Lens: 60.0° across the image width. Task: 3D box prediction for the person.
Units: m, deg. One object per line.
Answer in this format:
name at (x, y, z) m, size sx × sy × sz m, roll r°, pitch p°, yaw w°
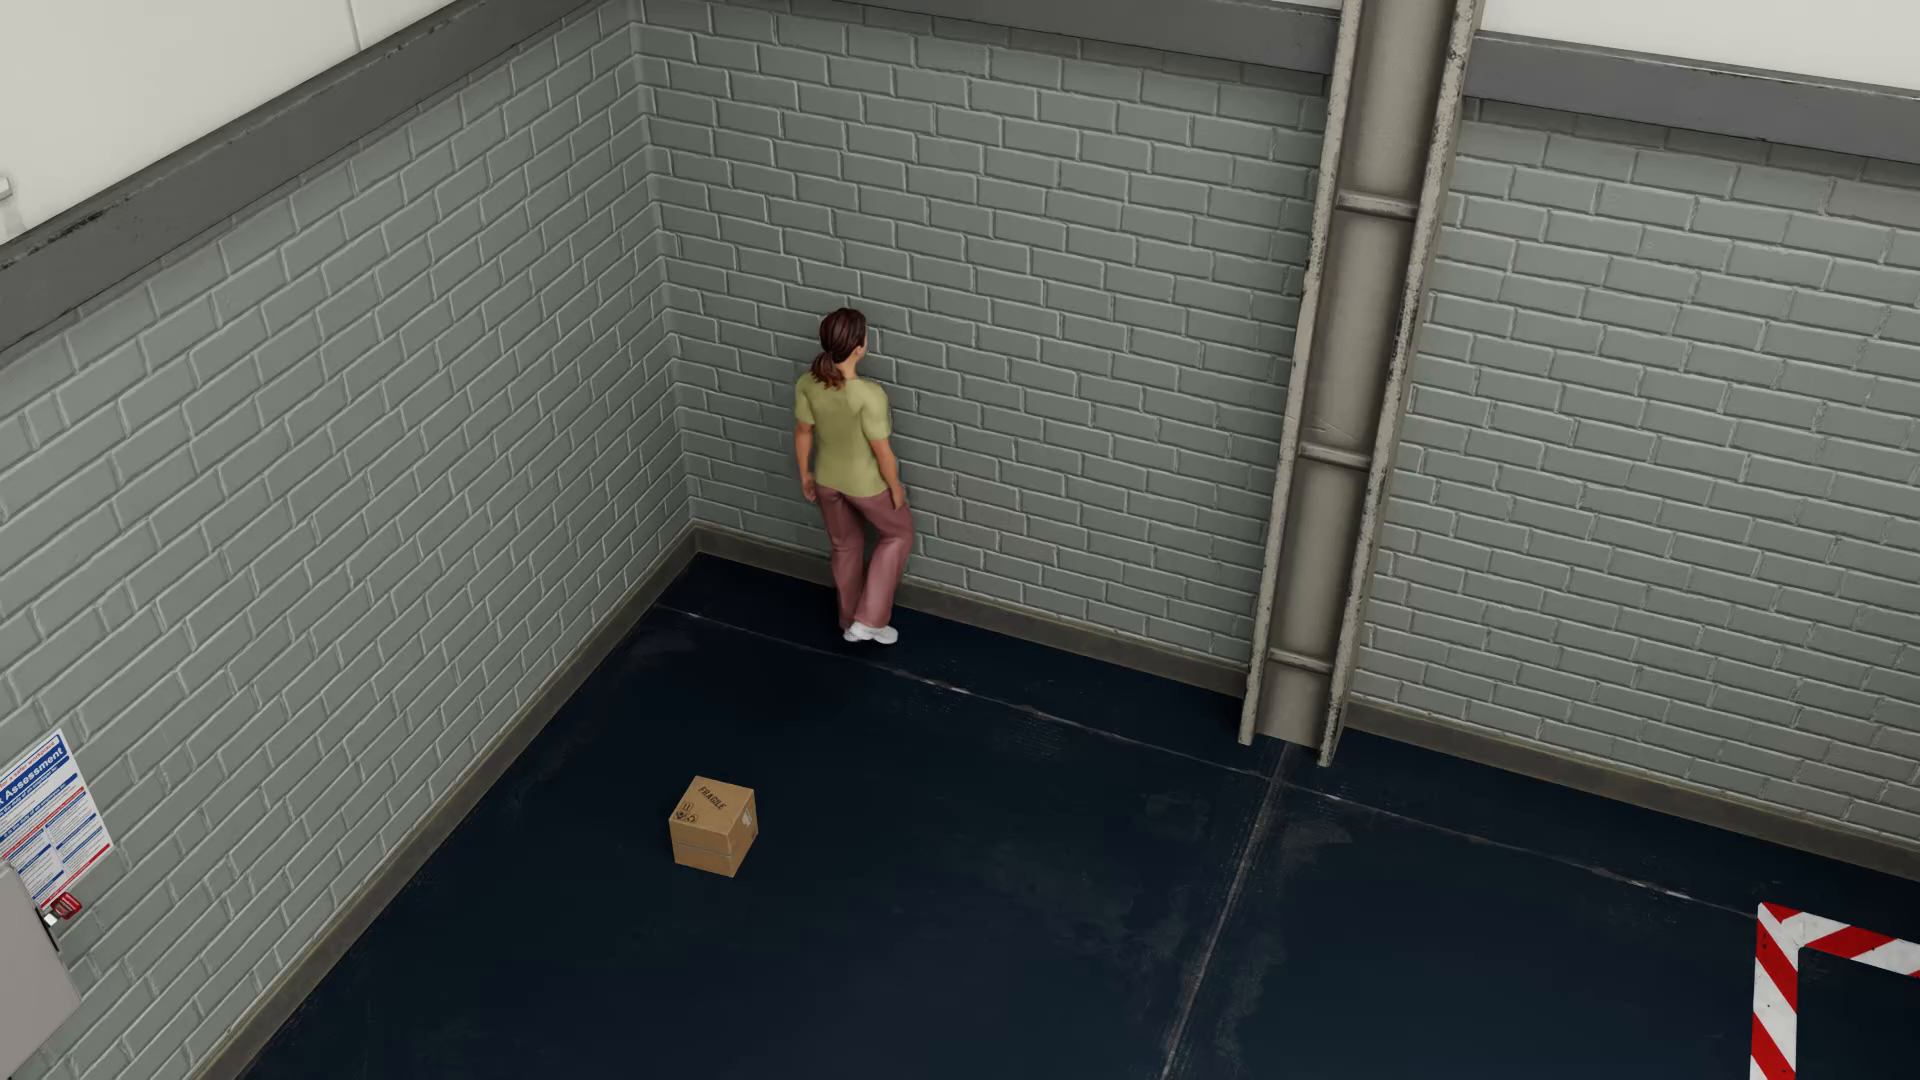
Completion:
person at (-0.452, -0.250, 7.131) m, size 0.463 × 1.682 × 0.413 m, roll 18°, pitch 41°, yaw 21°
